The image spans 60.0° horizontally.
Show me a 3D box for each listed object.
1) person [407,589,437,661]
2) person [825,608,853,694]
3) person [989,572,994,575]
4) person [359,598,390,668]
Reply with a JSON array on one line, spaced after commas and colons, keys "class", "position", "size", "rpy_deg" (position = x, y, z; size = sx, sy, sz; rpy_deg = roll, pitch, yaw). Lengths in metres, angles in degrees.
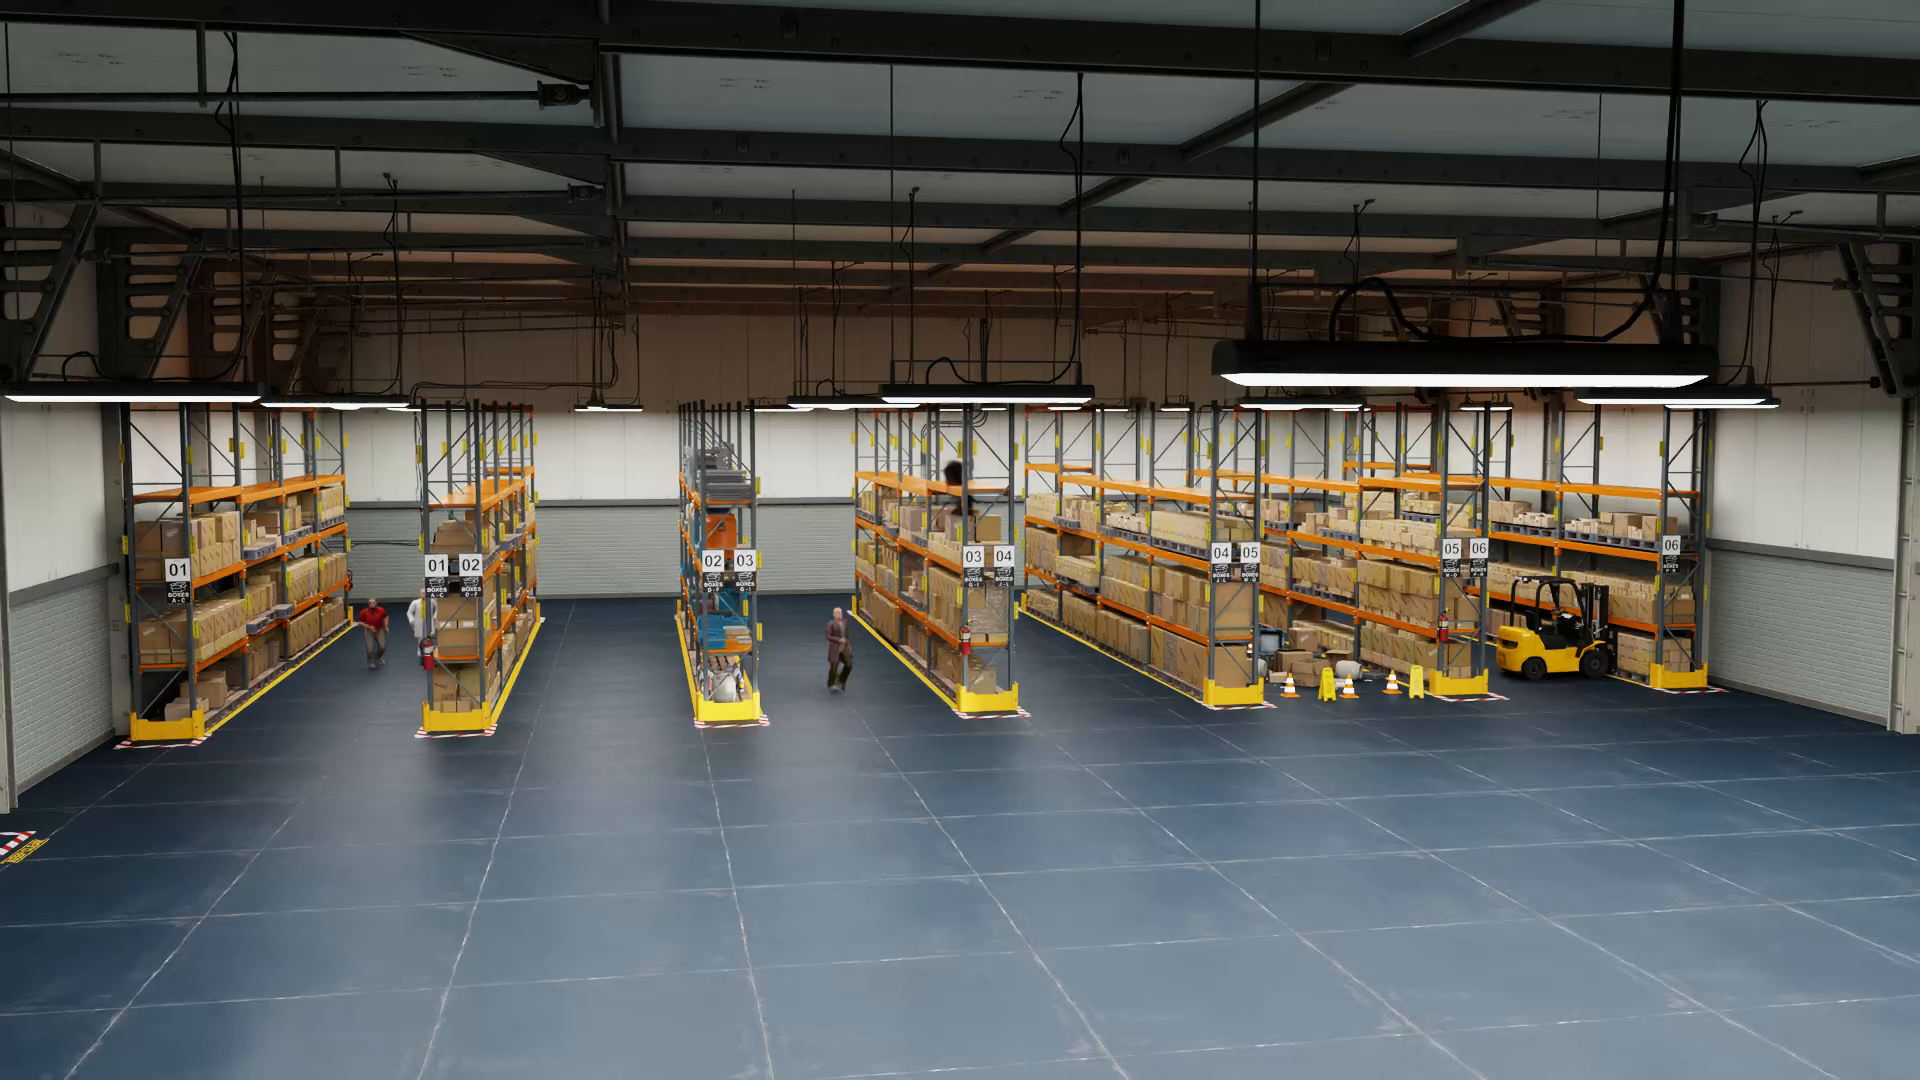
[{"class": "person", "position": [-12.350, 1.985, 38.332], "size": [0.728, 1.734, 0.721], "rpy_deg": [-2, 5, -23]}, {"class": "person", "position": [-2.484, 2.270, 34.111], "size": [0.654, 1.779, 0.847], "rpy_deg": [-3, 5, -33]}, {"class": "person", "position": [0.798, 1.658, 42.253], "size": [0.667, 1.788, 0.721], "rpy_deg": [-2, 5, -20]}, {"class": "person", "position": [-13.181, 2.096, 37.420], "size": [0.669, 1.613, 0.801], "rpy_deg": [-2, 5, -26]}]
